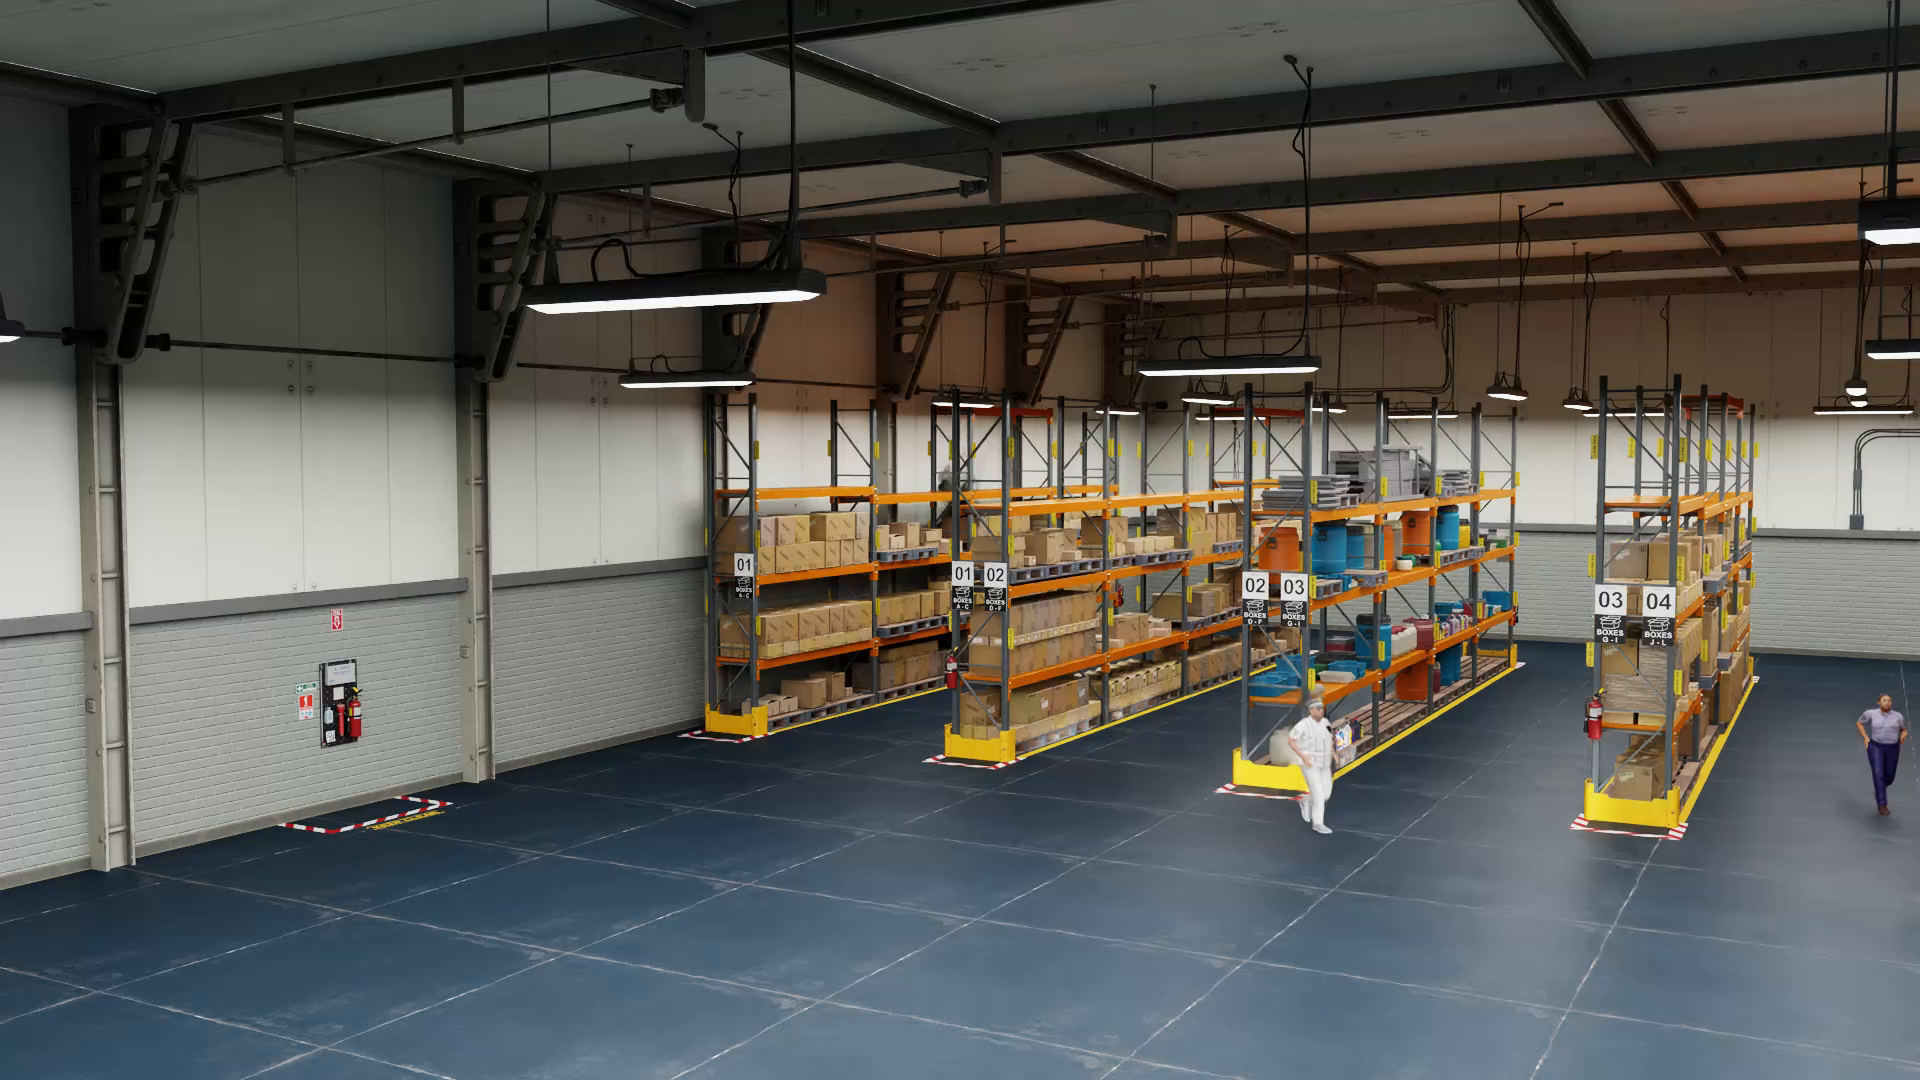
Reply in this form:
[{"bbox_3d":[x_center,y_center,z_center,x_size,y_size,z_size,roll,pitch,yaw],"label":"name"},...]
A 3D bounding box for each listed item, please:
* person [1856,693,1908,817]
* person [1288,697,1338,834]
[{"bbox_3d":[12.820,2.945,23.102,0.608,1.655,0.890,1,3,15],"label":"person"},{"bbox_3d":[4.650,2.936,21.924,0.686,1.761,0.751,-2,4,-28],"label":"person"}]
